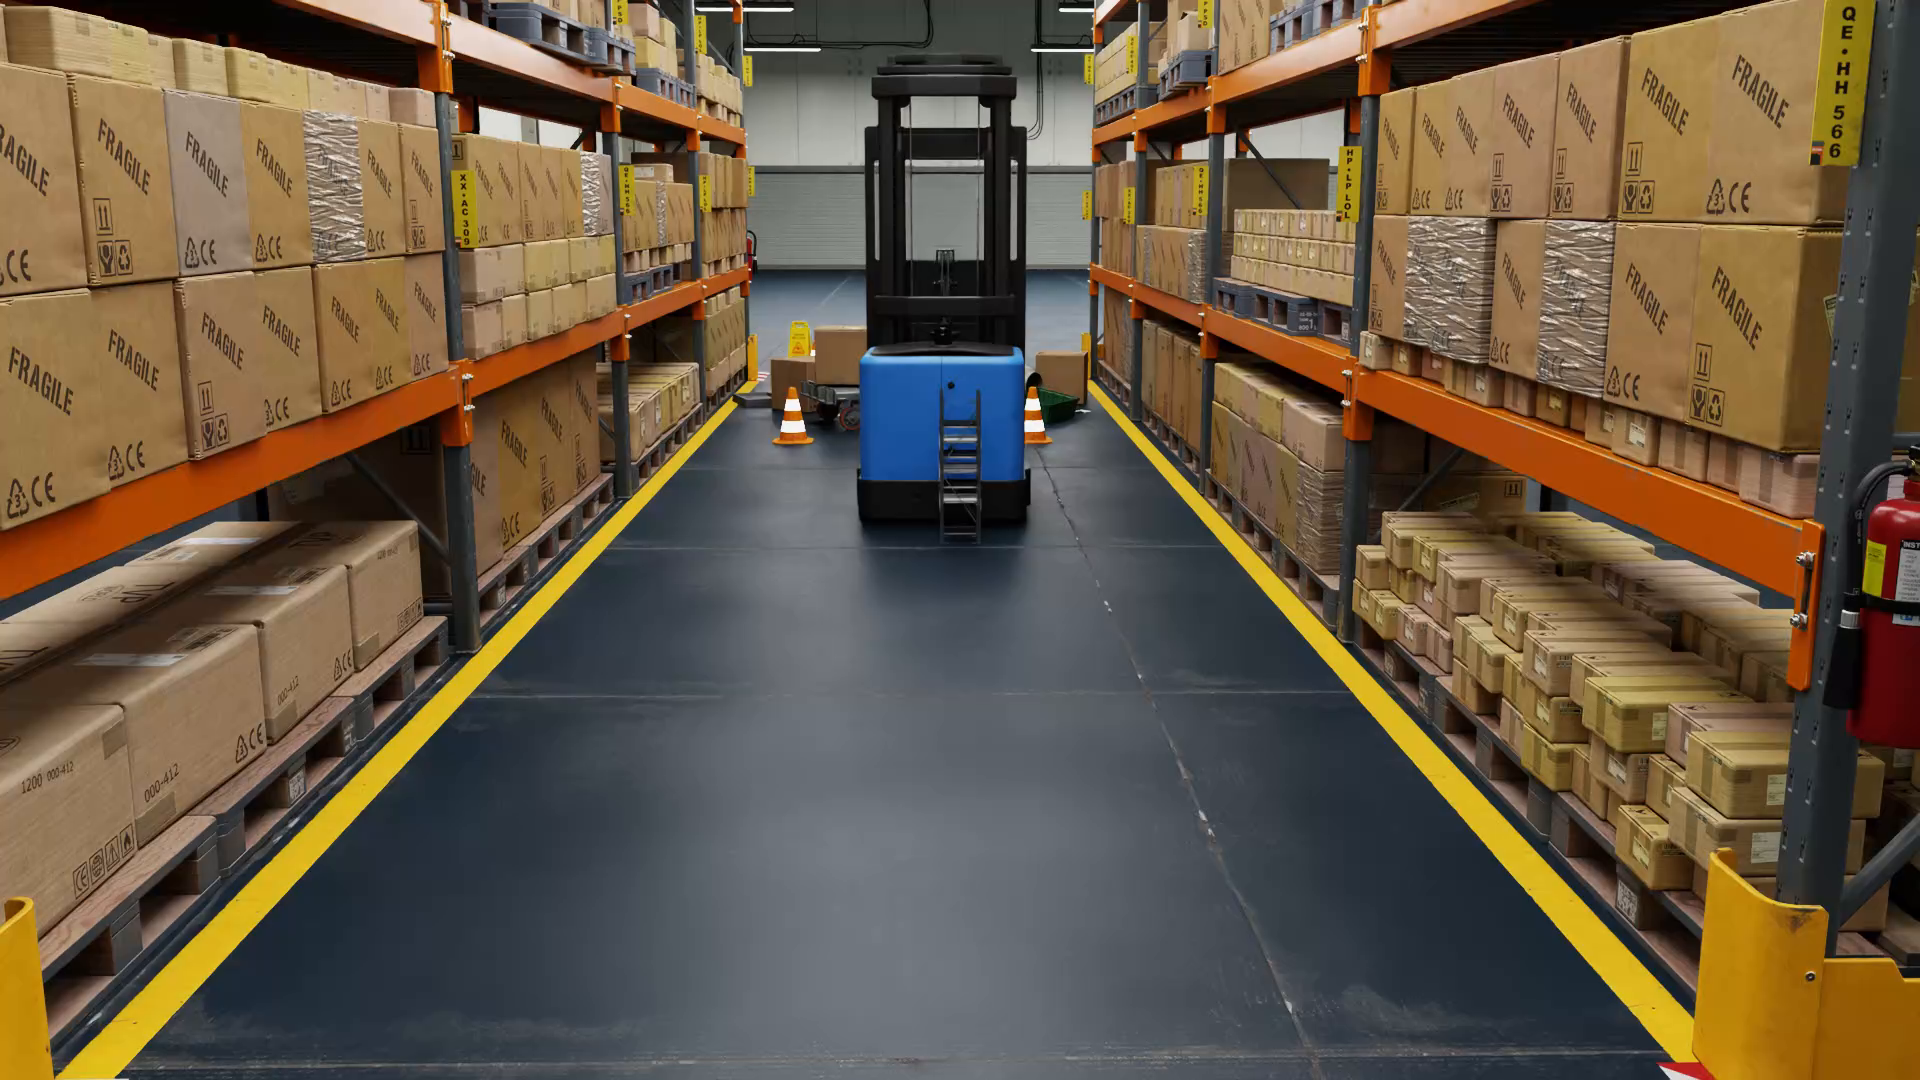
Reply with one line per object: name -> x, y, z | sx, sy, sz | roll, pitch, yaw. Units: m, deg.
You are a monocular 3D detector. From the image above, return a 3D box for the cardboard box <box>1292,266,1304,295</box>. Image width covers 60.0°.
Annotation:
cardboard box -> 2.027, -1.418, 9.079 | 0.380, 0.149, 0.250 | 0, 11, 1

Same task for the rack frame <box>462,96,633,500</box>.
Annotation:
rack frame -> -2.767, -1.753, 11.154 | 1.000, 3.000, 0.127 | 0, 11, -1

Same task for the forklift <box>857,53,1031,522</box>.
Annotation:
forklift -> -0.091, -1.798, 11.548 | 1.130, 2.935, 3.031 | 0, 11, 1

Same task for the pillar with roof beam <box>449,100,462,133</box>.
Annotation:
pillar with roof beam -> -4.725, -8.523, 29.437 | 9.100, 9.000, 0.400 | 0, 11, -1

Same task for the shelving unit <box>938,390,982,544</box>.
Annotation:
shelving unit -> 0.000, -0.439, 9.962 | 0.258, 0.900, 0.210 | 0, 11, -1

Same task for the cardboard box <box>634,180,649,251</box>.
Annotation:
cardboard box -> -2.562, -2.347, 12.029 | 0.500, 0.500, 0.500 | 0, 11, 2

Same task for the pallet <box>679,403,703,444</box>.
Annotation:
pallet -> -2.832, -1.026, 14.588 | 1.003, 0.211, 1.213 | 0, 11, -1

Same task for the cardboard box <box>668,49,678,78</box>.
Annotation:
cardboard box -> -2.692, -4.035, 14.179 | 0.500, 0.250, 0.500 | 0, 11, -2

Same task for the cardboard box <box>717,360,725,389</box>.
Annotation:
cardboard box -> -2.614, -1.631, 16.411 | 0.500, 0.250, 0.500 | 0, 11, 2

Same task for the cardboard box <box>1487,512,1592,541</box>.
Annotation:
cardboard box -> 2.530, -0.029, 7.273 | 0.380, 0.149, 0.250 | 0, 11, 0

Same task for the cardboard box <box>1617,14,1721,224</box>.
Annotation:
cardboard box -> 2.077, -1.078, 4.316 | 0.500, 0.500, 0.500 | -1, 11, -3

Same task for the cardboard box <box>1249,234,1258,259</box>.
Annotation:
cardboard box -> 2.006, -1.818, 10.302 | 0.380, 0.149, 0.250 | -1, 11, -3

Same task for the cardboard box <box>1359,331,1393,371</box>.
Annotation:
cardboard box -> 1.942, -0.817, 7.175 | 0.380, 0.149, 0.250 | 0, 11, 1

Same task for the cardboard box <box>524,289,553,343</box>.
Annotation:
cardboard box -> -2.436, -1.177, 8.696 | 0.500, 0.250, 0.500 | 0, 11, -2

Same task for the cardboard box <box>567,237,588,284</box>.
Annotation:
cardboard box -> -2.457, -1.625, 9.646 | 0.500, 0.250, 0.500 | -1, 11, -3

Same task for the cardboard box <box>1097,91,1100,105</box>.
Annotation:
cardboard box -> 1.707, -4.865, 18.275 | 0.380, 0.149, 0.250 | 0, 11, -1

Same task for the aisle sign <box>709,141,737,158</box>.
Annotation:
aisle sign -> -2.643, -4.631, 18.801 | 0.394, 0.787, 0.004 | 0, 11, -1

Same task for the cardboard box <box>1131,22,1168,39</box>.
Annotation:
cardboard box -> 1.771, -4.652, 15.220 | 0.380, 0.149, 0.250 | 0, 11, -2

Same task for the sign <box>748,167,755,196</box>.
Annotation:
sign -> -2.377, -4.064, 18.838 | 0.100, 0.325, 0.005 | 0, 11, -1

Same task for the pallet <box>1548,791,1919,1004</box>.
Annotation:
pallet -> 2.363, 0.987, 4.663 | 1.003, 0.211, 1.213 | 0, 11, -1

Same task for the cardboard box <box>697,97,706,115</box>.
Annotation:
cardboard box -> -2.558, -4.010, 15.368 | 0.380, 0.149, 0.250 | 0, 11, -1

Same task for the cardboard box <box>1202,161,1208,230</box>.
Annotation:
cardboard box -> 2.169, -2.522, 12.180 | 0.700, 0.500, 0.500 | 0, 11, -2

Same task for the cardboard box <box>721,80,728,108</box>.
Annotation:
cardboard box -> -2.615, -4.481, 16.688 | 0.500, 0.250, 0.500 | 0, 11, -1

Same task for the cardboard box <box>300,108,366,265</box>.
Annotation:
cardboard box -> -2.376, -1.202, 5.673 | 0.500, 0.500, 0.500 | 0, 11, 0

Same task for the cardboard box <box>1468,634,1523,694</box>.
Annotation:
cardboard box -> 1.993, 0.427, 5.775 | 0.380, 0.149, 0.250 | 0, 11, -1

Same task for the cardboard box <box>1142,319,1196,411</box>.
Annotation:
cardboard box -> 2.200, -1.568, 14.848 | 1.050, 0.750, 0.750 | 0, 11, -1

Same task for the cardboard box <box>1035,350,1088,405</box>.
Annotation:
cardboard box -> 1.039, -1.669, 17.021 | 0.500, 0.500, 0.500 | 2, 12, 9

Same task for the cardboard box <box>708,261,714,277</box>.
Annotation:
cardboard box -> -2.598, -2.641, 16.163 | 0.380, 0.149, 0.250 | 0, 11, 1

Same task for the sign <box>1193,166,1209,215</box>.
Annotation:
sign -> 1.625, -2.358, 11.224 | 0.100, 0.325, 0.005 | 0, 11, -1

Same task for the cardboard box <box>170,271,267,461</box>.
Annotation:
cardboard box -> -2.355, -0.510, 4.775 | 0.500, 0.500, 0.500 | 0, 11, -1

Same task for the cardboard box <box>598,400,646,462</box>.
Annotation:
cardboard box -> -2.768, -0.783, 11.927 | 0.950, 0.372, 0.625 | -1, 12, -5

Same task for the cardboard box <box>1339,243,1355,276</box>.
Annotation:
cardboard box -> 2.051, -1.357, 8.032 | 0.380, 0.149, 0.250 | 0, 11, -1

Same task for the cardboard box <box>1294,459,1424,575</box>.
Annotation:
cardboard box -> 1.996, -0.125, 8.361 | 0.500, 0.500, 0.500 | 0, 11, -2

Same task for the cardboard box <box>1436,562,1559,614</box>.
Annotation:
cardboard box -> 2.016, 0.179, 6.251 | 0.380, 0.149, 0.250 | 0, 11, 0

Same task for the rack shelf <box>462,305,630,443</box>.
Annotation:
rack shelf -> -2.725, -1.003, 9.266 | 1.077, 0.370, 4.000 | 0, 11, -1

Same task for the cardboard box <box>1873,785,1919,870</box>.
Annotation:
cardboard box -> 2.591, 0.738, 4.245 | 0.380, 0.149, 0.250 | 0, 11, 1

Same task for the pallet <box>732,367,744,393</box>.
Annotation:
pallet -> -2.949, -1.800, 18.399 | 1.003, 0.211, 1.213 | 0, 11, -1

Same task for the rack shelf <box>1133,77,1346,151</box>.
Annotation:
rack shelf -> 2.139, -3.308, 13.086 | 1.077, 0.370, 4.000 | 0, 11, -1

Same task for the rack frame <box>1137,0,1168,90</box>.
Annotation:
rack frame -> 2.098, -5.528, 14.676 | 1.000, 3.000, 0.127 | 0, 11, -1

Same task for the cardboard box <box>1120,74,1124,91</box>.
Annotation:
cardboard box -> 1.753, -4.413, 16.049 | 0.380, 0.149, 0.250 | 0, 11, -1

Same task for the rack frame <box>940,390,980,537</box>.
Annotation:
rack frame -> -0.002, -0.460, 10.061 | 0.240, 0.900, 0.006 | 0, 11, -1

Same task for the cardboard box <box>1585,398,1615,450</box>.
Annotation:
cardboard box -> 2.064, -0.346, 4.852 | 0.380, 0.149, 0.250 | -1, 11, -4

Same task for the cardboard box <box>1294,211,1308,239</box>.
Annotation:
cardboard box -> 2.033, -1.710, 9.024 | 0.380, 0.149, 0.250 | -1, 11, -4

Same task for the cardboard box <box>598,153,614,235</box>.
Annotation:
cardboard box -> -2.494, -2.190, 10.543 | 0.500, 0.500, 0.500 | -1, 11, -3

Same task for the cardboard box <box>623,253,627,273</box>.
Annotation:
cardboard box -> -2.560, -1.957, 11.737 | 0.380, 0.149, 0.250 | -1, 12, -5

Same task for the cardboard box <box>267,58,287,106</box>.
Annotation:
cardboard box -> -2.376, -1.451, 5.271 | 0.380, 0.149, 0.250 | 0, 11, -1

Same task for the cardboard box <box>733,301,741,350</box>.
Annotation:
cardboard box -> -2.641, -2.307, 17.859 | 0.500, 0.500, 0.500 | 0, 11, 1

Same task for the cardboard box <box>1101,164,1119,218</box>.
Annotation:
cardboard box -> 1.963, -3.691, 17.617 | 0.875, 0.550, 0.550 | 0, 11, -1

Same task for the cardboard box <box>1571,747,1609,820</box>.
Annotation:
cardboard box -> 2.082, 0.732, 5.020 | 0.380, 0.149, 0.250 | 0, 11, -1

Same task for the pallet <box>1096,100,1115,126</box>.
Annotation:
pallet -> 2.041, -4.663, 18.176 | 1.003, 0.211, 1.213 | 0, 11, -1

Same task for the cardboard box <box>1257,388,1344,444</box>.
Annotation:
cardboard box -> 1.972, -0.701, 9.312 | 0.500, 0.250, 0.500 | -1, 11, -4

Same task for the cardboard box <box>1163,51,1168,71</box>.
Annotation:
cardboard box -> 1.867, -3.910, 13.569 | 0.380, 0.149, 0.250 | 0, 11, -1

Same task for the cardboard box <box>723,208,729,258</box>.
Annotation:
cardboard box -> -2.641, -3.131, 16.949 | 0.500, 0.500, 0.500 | 0, 11, 0

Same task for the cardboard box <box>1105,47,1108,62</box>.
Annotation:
cardboard box -> 1.724, -5.106, 17.458 | 0.380, 0.149, 0.250 | 0, 11, -2

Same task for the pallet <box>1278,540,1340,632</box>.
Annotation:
pallet -> 2.245, 0.214, 8.474 | 1.003, 0.211, 1.213 | 0, 11, -1

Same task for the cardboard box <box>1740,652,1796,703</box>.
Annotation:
cardboard box -> 2.583, 0.438, 4.976 | 0.380, 0.149, 0.250 | -1, 11, -4
